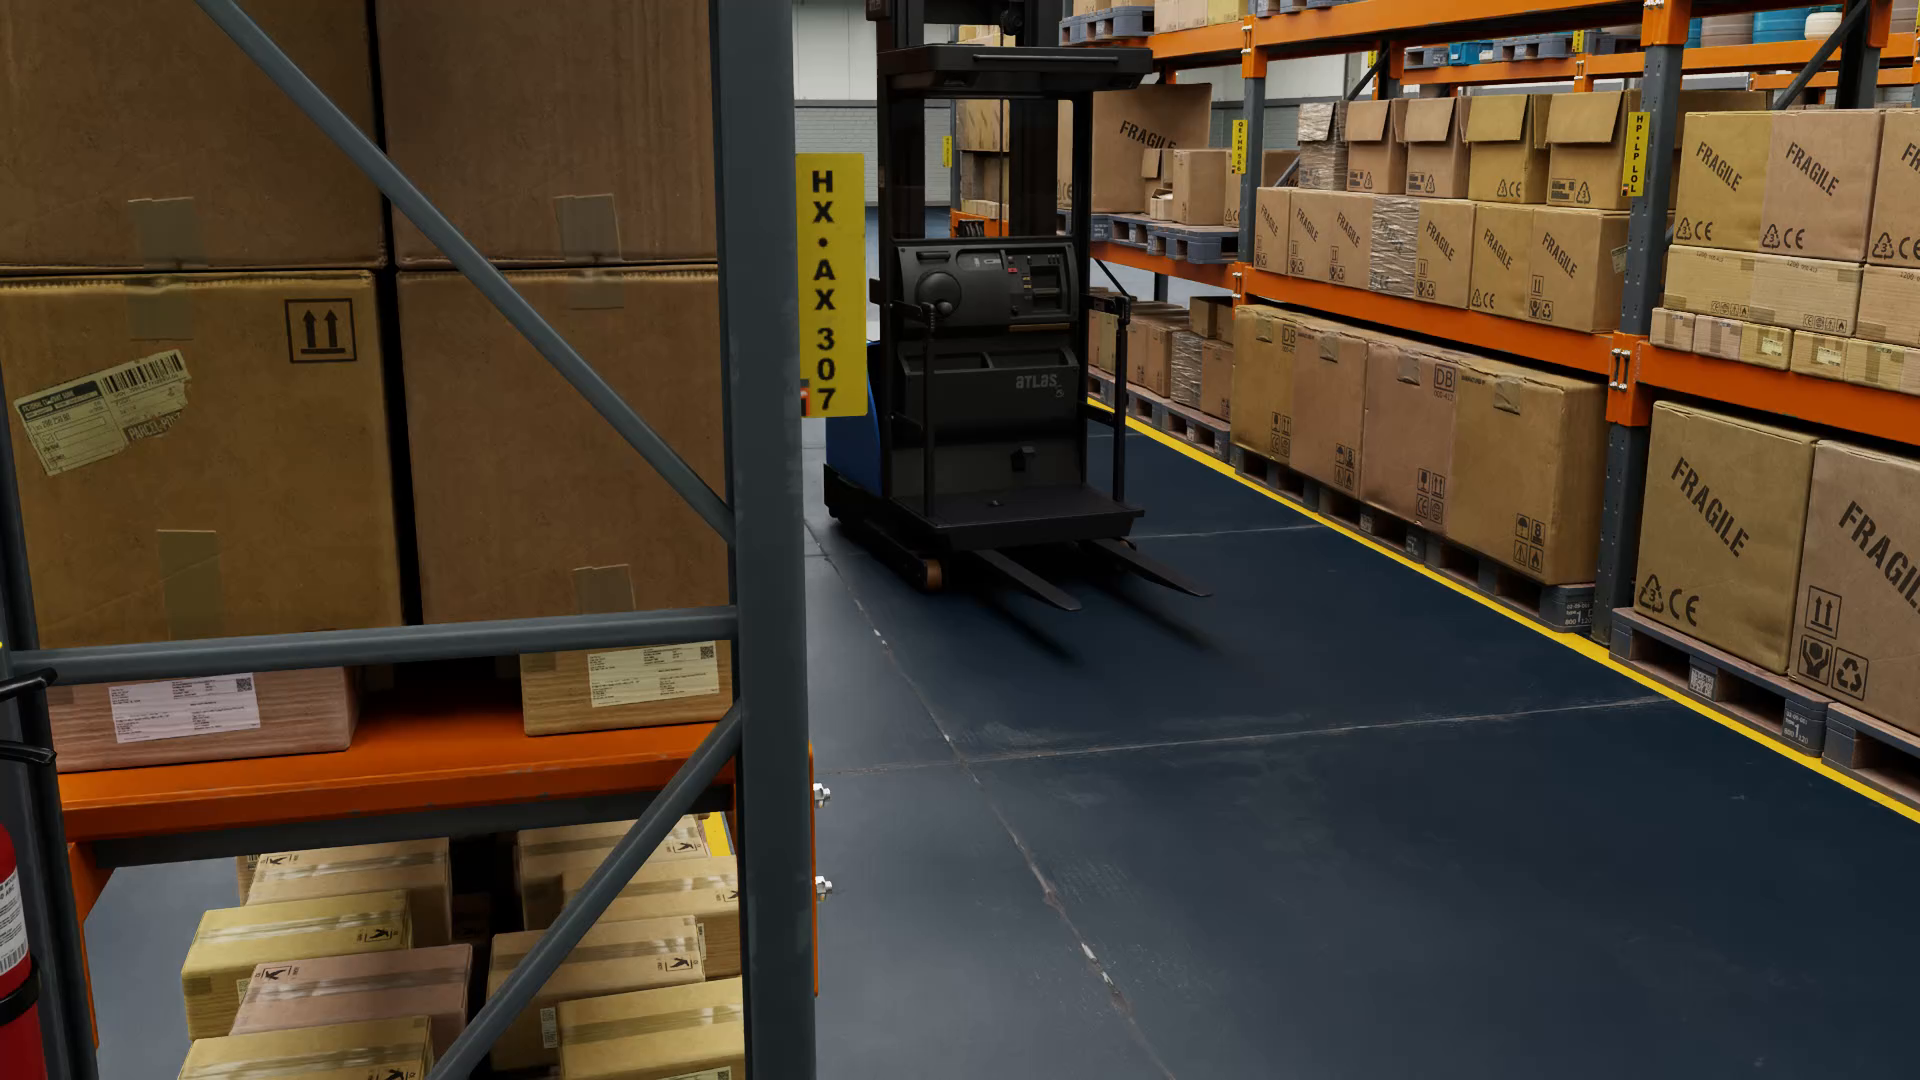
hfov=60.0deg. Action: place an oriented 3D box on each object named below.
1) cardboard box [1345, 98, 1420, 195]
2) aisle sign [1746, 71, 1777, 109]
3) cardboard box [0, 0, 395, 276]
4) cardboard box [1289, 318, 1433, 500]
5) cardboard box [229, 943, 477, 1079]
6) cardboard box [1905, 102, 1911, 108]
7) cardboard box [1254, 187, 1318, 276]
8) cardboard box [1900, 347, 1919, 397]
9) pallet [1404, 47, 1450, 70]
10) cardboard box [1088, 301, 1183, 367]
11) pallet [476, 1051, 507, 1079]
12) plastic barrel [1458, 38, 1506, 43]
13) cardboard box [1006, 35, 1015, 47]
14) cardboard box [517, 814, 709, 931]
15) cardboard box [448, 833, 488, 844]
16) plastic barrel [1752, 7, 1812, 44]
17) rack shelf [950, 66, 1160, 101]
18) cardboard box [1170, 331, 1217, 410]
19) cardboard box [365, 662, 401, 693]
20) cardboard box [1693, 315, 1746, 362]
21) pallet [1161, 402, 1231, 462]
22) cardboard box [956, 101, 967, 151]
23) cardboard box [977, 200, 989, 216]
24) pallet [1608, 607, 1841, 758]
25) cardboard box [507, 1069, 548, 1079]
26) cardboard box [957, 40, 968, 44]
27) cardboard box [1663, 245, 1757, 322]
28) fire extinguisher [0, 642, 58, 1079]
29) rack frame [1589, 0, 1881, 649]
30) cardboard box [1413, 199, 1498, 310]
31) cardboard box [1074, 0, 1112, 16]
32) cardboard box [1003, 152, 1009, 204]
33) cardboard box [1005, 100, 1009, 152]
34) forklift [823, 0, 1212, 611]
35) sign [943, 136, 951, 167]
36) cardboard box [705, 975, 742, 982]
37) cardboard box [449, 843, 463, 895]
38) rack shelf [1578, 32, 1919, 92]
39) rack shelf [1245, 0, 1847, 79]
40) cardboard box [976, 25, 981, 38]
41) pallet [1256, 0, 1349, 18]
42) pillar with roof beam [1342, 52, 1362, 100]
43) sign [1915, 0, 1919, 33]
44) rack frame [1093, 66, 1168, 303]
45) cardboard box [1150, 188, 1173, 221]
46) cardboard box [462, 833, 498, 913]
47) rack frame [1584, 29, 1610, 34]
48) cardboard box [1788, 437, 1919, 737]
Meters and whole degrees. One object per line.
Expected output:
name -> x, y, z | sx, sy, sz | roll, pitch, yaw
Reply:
cardboard box -> 2.578, -2.178, 9.199 | 0.797, 0.503, 0.637 | -3, 14, -12
aisle sign -> 9.710, -5.620, 20.134 | 0.394, 0.787, 0.004 | -3, 14, -13
cardboard box -> -1.043, -0.634, 2.259 | 0.500, 0.500, 0.500 | -4, 14, -14
cardboard box -> 2.616, -0.768, 9.342 | 1.225, 0.875, 0.875 | -3, 14, -13
cardboard box -> -1.068, 0.859, 2.960 | 0.380, 0.149, 0.250 | -3, 14, -12
cardboard box -> 10.615, -4.449, 17.875 | 0.700, 0.500, 0.500 | -3, 14, -13
cardboard box -> 2.122, -1.884, 10.107 | 0.500, 0.500, 0.500 | -3, 14, -12
cardboard box -> 3.262, -0.532, 5.313 | 0.380, 0.149, 0.250 | -3, 14, -13
pallet -> 5.307, -5.253, 18.186 | 1.003, 0.211, 1.213 | -3, 14, -13
cardboard box -> 1.456, -1.742, 14.076 | 0.700, 0.500, 0.500 | -4, 14, -18
pallet -> -0.868, 1.284, 3.227 | 1.003, 0.211, 1.213 | -3, 14, -13
plastic barrel -> 5.599, -5.581, 17.848 | 0.600, 0.588, 0.600 | 0, 14, 0
cardboard box -> 0.734, -4.598, 15.425 | 0.500, 0.250, 0.500 | -3, 14, -14
cardboard box -> -0.742, 0.714, 3.555 | 0.380, 0.149, 0.250 | -4, 14, -16
cardboard box -> -1.323, 0.617, 3.949 | 0.380, 0.149, 0.250 | -4, 14, -15
plastic barrel -> 6.785, -4.455, 13.465 | 0.600, 0.901, 0.708 | -3, 14, -13
rack shelf -> 0.863, -4.454, 16.034 | 1.077, 0.370, 4.000 | -3, 14, -13
cardboard box -> 1.952, -1.243, 12.033 | 0.700, 0.500, 0.500 | -5, 14, -18
cardboard box -> -1.067, 0.139, 2.566 | 0.380, 0.149, 0.250 | -3, 14, -13
cardboard box -> 3.019, -0.770, 6.289 | 0.380, 0.149, 0.250 | -4, 14, -15
pallet -> 2.090, -0.788, 11.709 | 1.003, 0.211, 1.213 | -3, 14, -13
cardboard box -> 0.257, -4.345, 17.446 | 0.500, 0.500, 0.500 | -3, 14, -13
cardboard box -> 0.391, -3.433, 17.189 | 0.380, 0.149, 0.250 | -3, 14, -13
pallet -> 3.314, 0.495, 6.458 | 1.003, 0.211, 1.213 | -3, 14, -13
cardboard box -> -0.712, 1.066, 3.367 | 0.380, 0.149, 0.250 | -3, 14, -13
cardboard box -> 0.255, -5.067, 17.341 | 0.500, 0.250, 0.500 | -3, 14, -12
cardboard box -> 3.067, -0.988, 6.342 | 0.500, 0.250, 0.500 | -4, 14, -14
fire extinguisher -> -1.084, 0.439, 1.760 | 0.296, 0.674, 0.183 | -3, 14, -13
rack frame -> 3.211, -1.040, 6.862 | 1.000, 3.000, 0.127 | -3, 14, -13
cardboard box -> 2.597, -1.416, 8.191 | 0.500, 0.500, 0.500 | -3, 14, -14
cardboard box -> 1.347, -4.483, 13.532 | 0.797, 0.503, 0.637 | -4, 14, -16
cardboard box -> 0.911, -3.530, 16.219 | 0.875, 0.500, 0.500 | -3, 14, -13
cardboard box -> 0.724, -3.883, 15.557 | 0.500, 0.500, 0.500 | -3, 14, -13
forklift -> 0.222, -1.284, 8.008 | 1.130, 2.935, 3.031 | -5, 15, -20
sign -> -0.134, -4.198, 17.967 | 0.100, 0.325, 0.005 | -3, 14, -13
cardboard box -> -0.675, 0.854, 3.605 | 0.380, 0.149, 0.250 | -3, 14, -11
cardboard box -> -1.396, 0.768, 3.958 | 0.380, 0.149, 0.250 | -3, 14, -10
rack shelf -> 6.617, -3.808, 13.387 | 1.077, 0.370, 4.000 | -3, 14, -13
rack shelf -> 2.742, -2.609, 8.480 | 1.077, 0.370, 4.000 | -3, 14, -13
cardboard box -> 0.374, -5.126, 16.745 | 0.380, 0.149, 0.250 | -3, 14, -11
pallet -> 2.475, -3.182, 9.710 | 1.213, 0.211, 1.003 | -3, 14, -11
pillar with roof beam -> 6.022, -12.734, 42.088 | 9.100, 9.000, 0.400 | -3, 14, -13
sign -> 6.553, -3.613, 11.294 | 0.100, 0.325, 0.005 | -3, 14, -13
rack frame -> 1.332, -2.885, 14.417 | 1.000, 3.000, 0.127 | -3, 14, -13
cardboard box -> 1.618, -2.471, 12.119 | 0.396, 0.266, 0.258 | -4, 14, -15
cardboard box -> -1.380, 0.850, 4.251 | 0.380, 0.149, 0.250 | -3, 14, -12
rack frame -> 6.147, -6.076, 14.835 | 1.000, 3.000, 0.127 | -3, 14, -13
cardboard box -> 3.500, 0.153, 5.573 | 0.875, 0.875, 0.875 | -3, 14, -13
